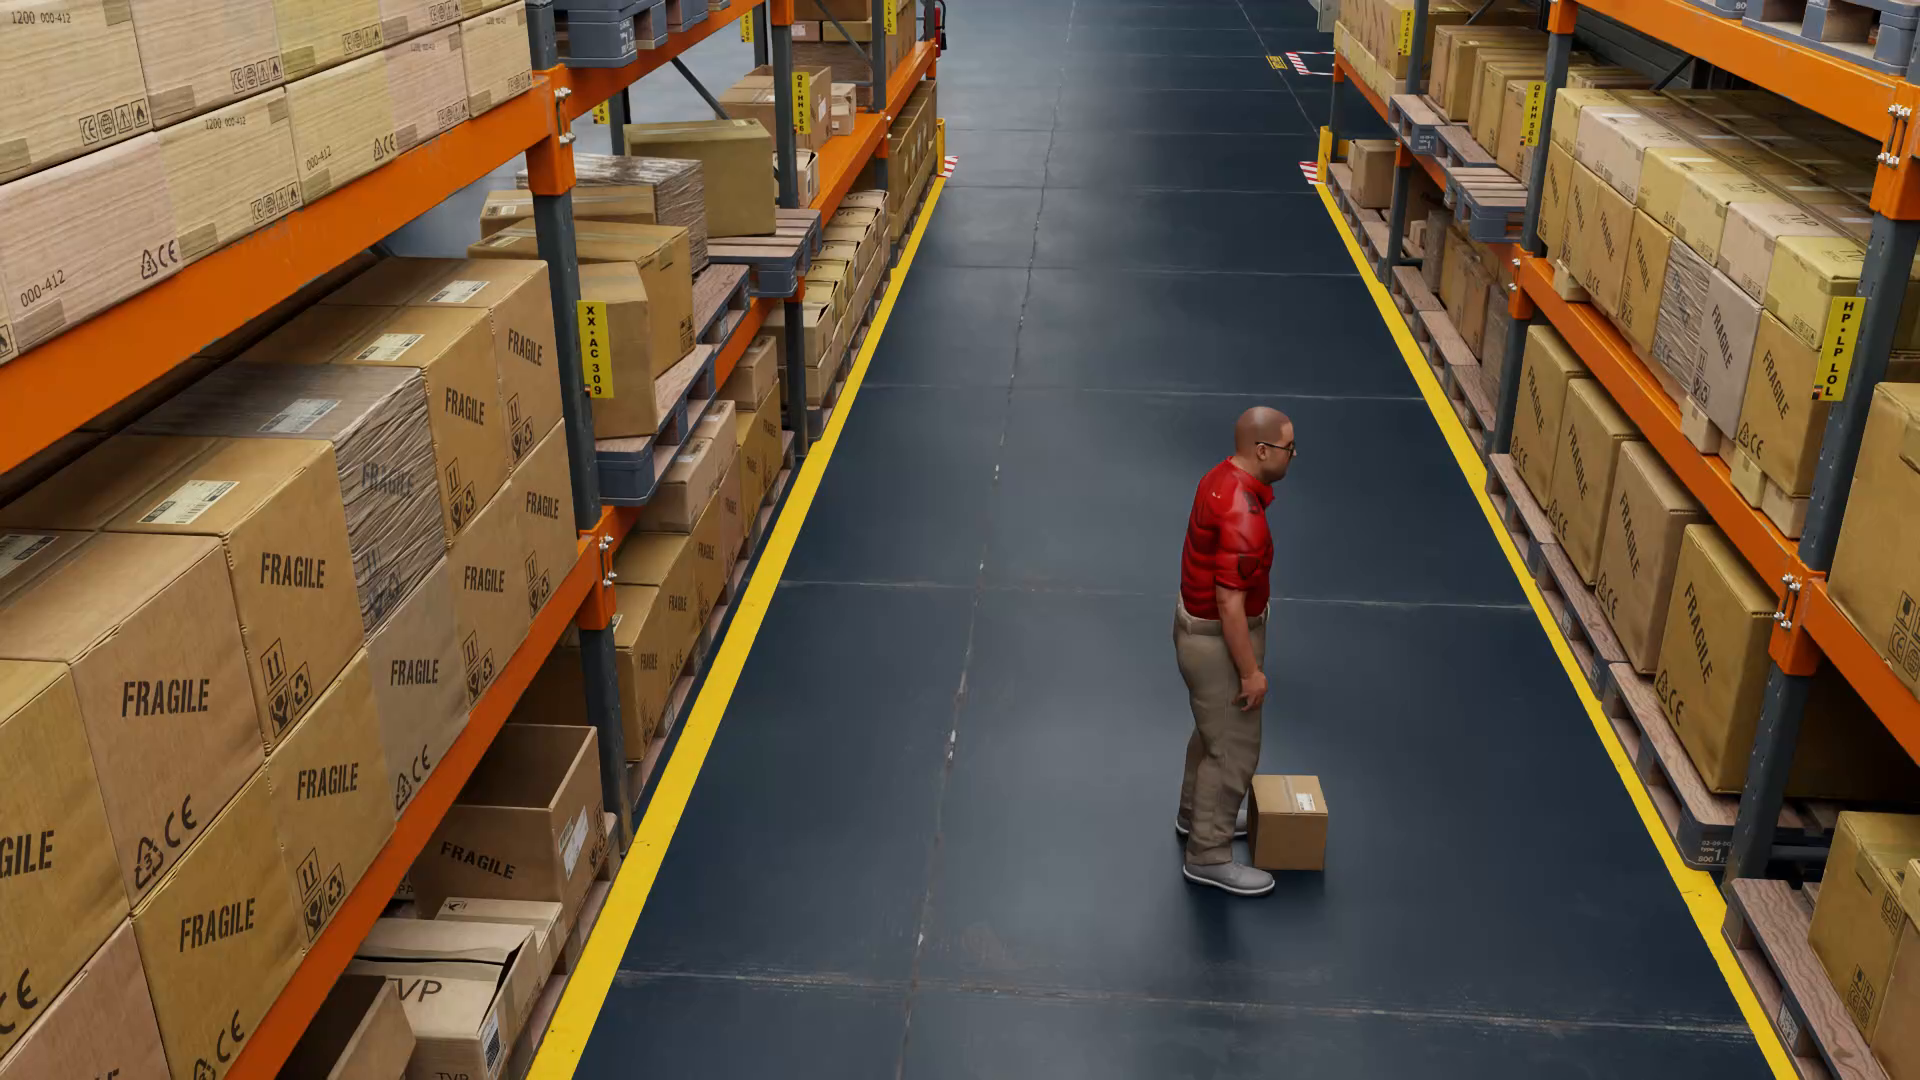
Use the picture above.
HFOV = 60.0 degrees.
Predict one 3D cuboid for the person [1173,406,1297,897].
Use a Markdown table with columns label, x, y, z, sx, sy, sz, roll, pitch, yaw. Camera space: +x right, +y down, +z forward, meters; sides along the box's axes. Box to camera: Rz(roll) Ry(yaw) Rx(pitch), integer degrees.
| label | x | y | z | sx | sy | sz | roll | pitch | yaw |
| --- | --- | --- | --- | --- | --- | --- | --- | --- | --- |
| person | 0.945 | 0.359 | 5.826 | 0.383 | 1.727 | 0.601 | 1 | 24 | 2 |
